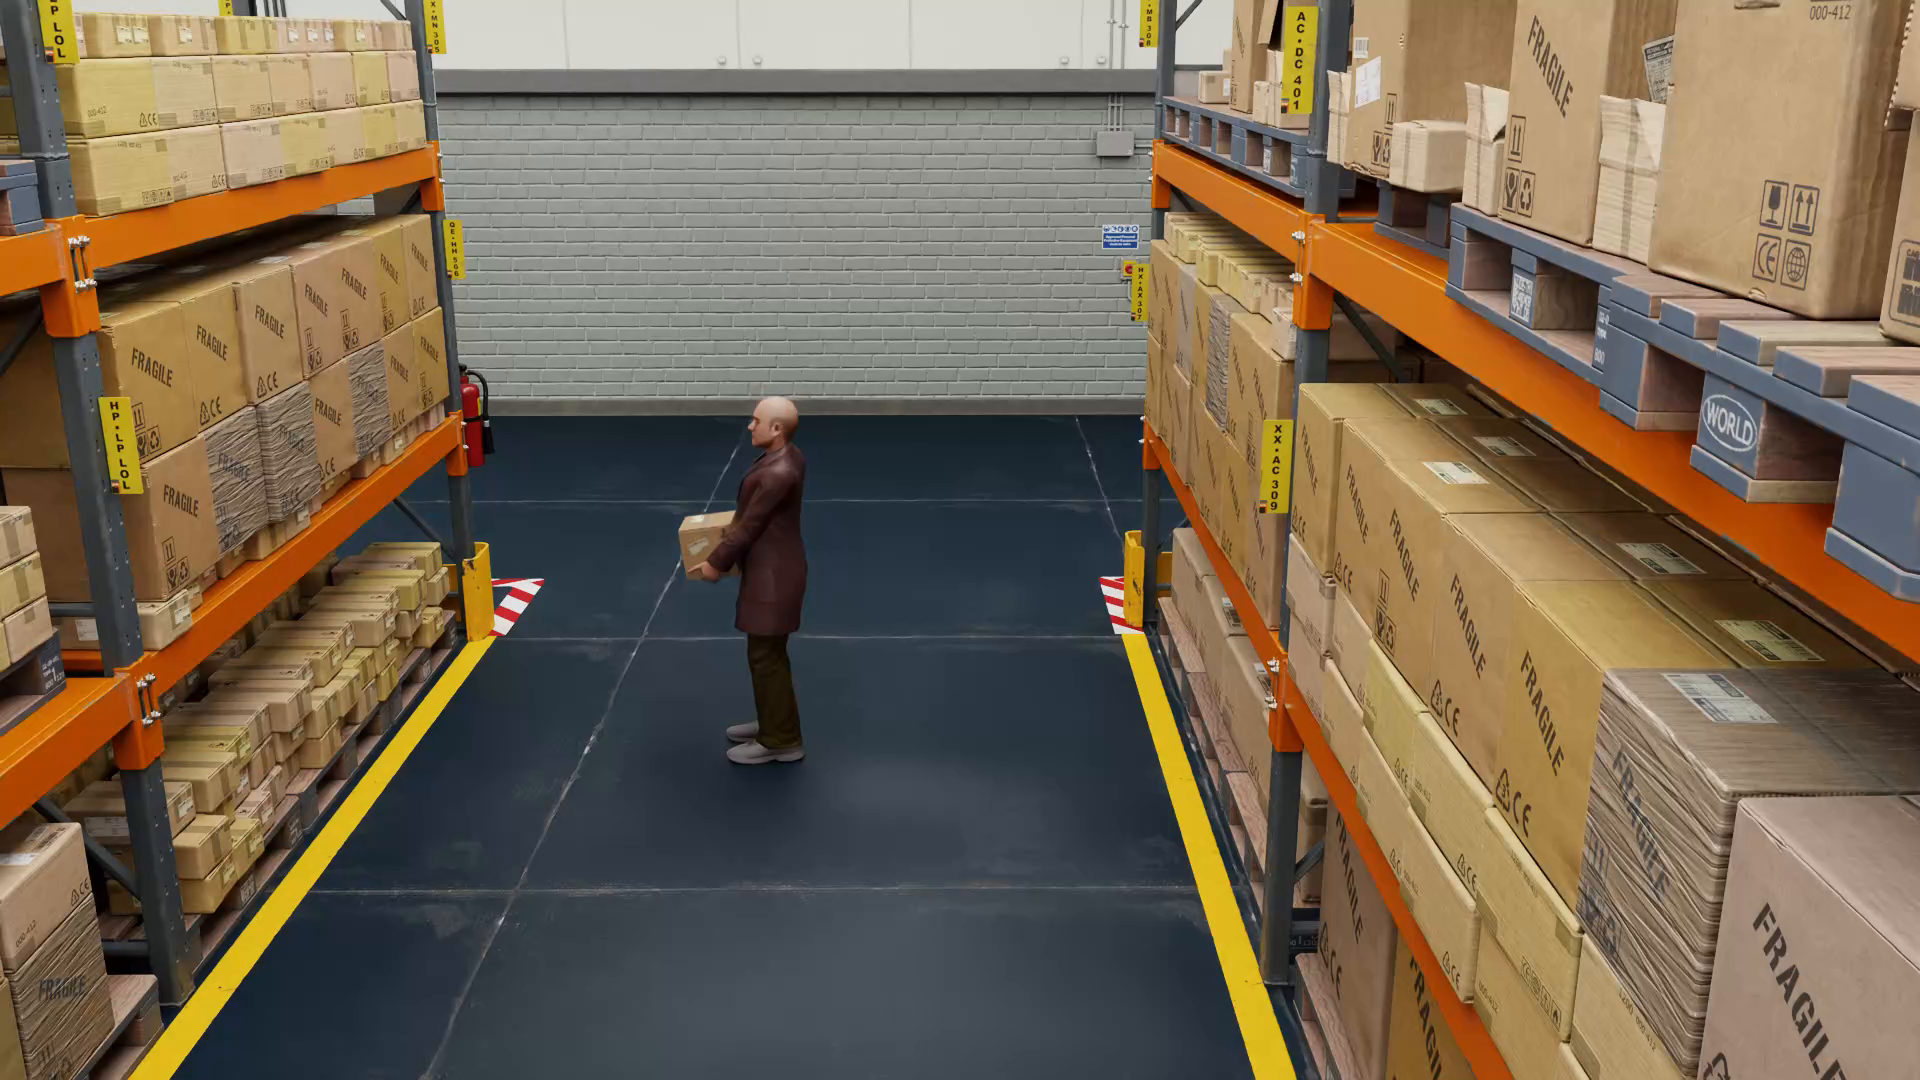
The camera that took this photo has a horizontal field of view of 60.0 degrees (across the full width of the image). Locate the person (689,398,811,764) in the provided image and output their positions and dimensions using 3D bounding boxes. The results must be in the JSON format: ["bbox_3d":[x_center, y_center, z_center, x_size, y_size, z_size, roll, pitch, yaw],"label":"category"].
[{"bbox_3d":[-0.992,0.189,7.956,0.563,1.769,0.527,0,17,-1],"label":"person"}]
